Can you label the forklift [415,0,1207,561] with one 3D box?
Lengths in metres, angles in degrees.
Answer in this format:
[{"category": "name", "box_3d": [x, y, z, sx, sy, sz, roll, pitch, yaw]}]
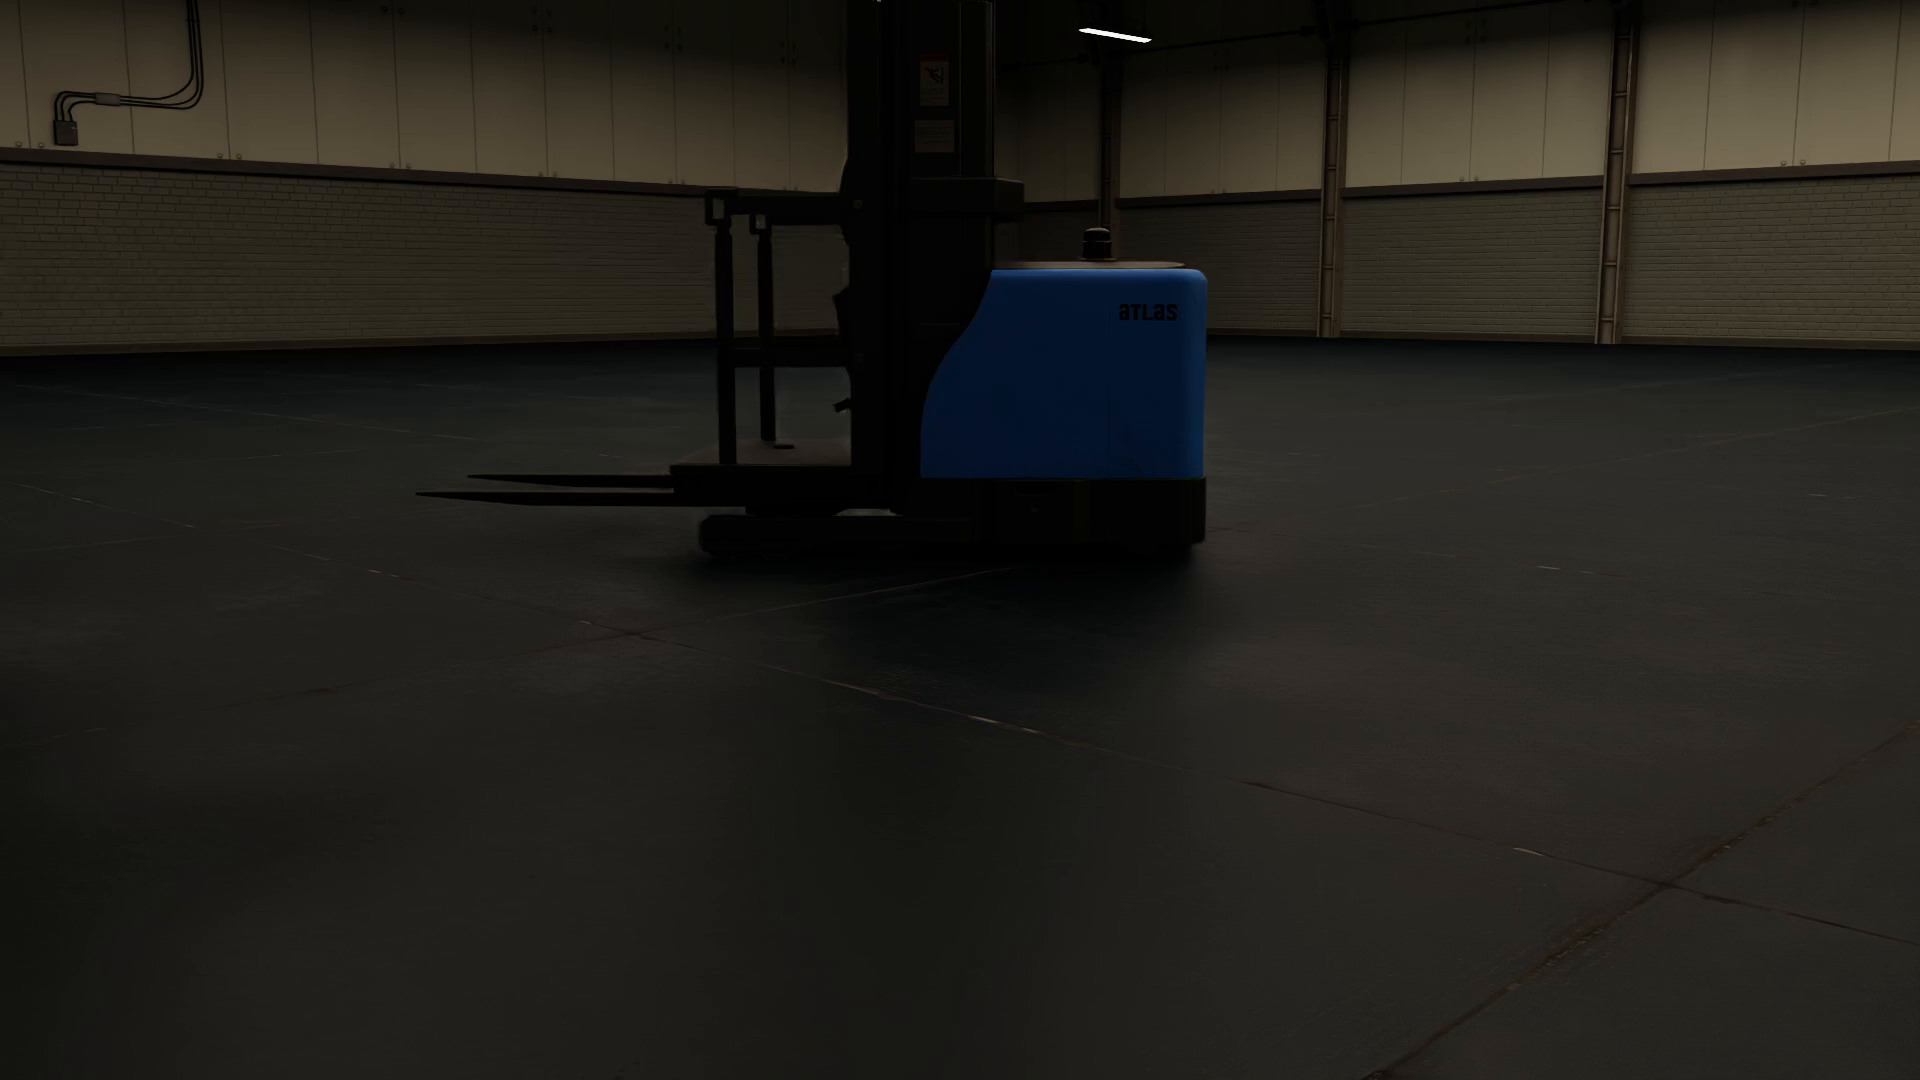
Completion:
[{"category": "forklift", "box_3d": [-0.581, -1.450, 6.503, 3.031, 2.935, 1.130, 0, 9, 2]}]
